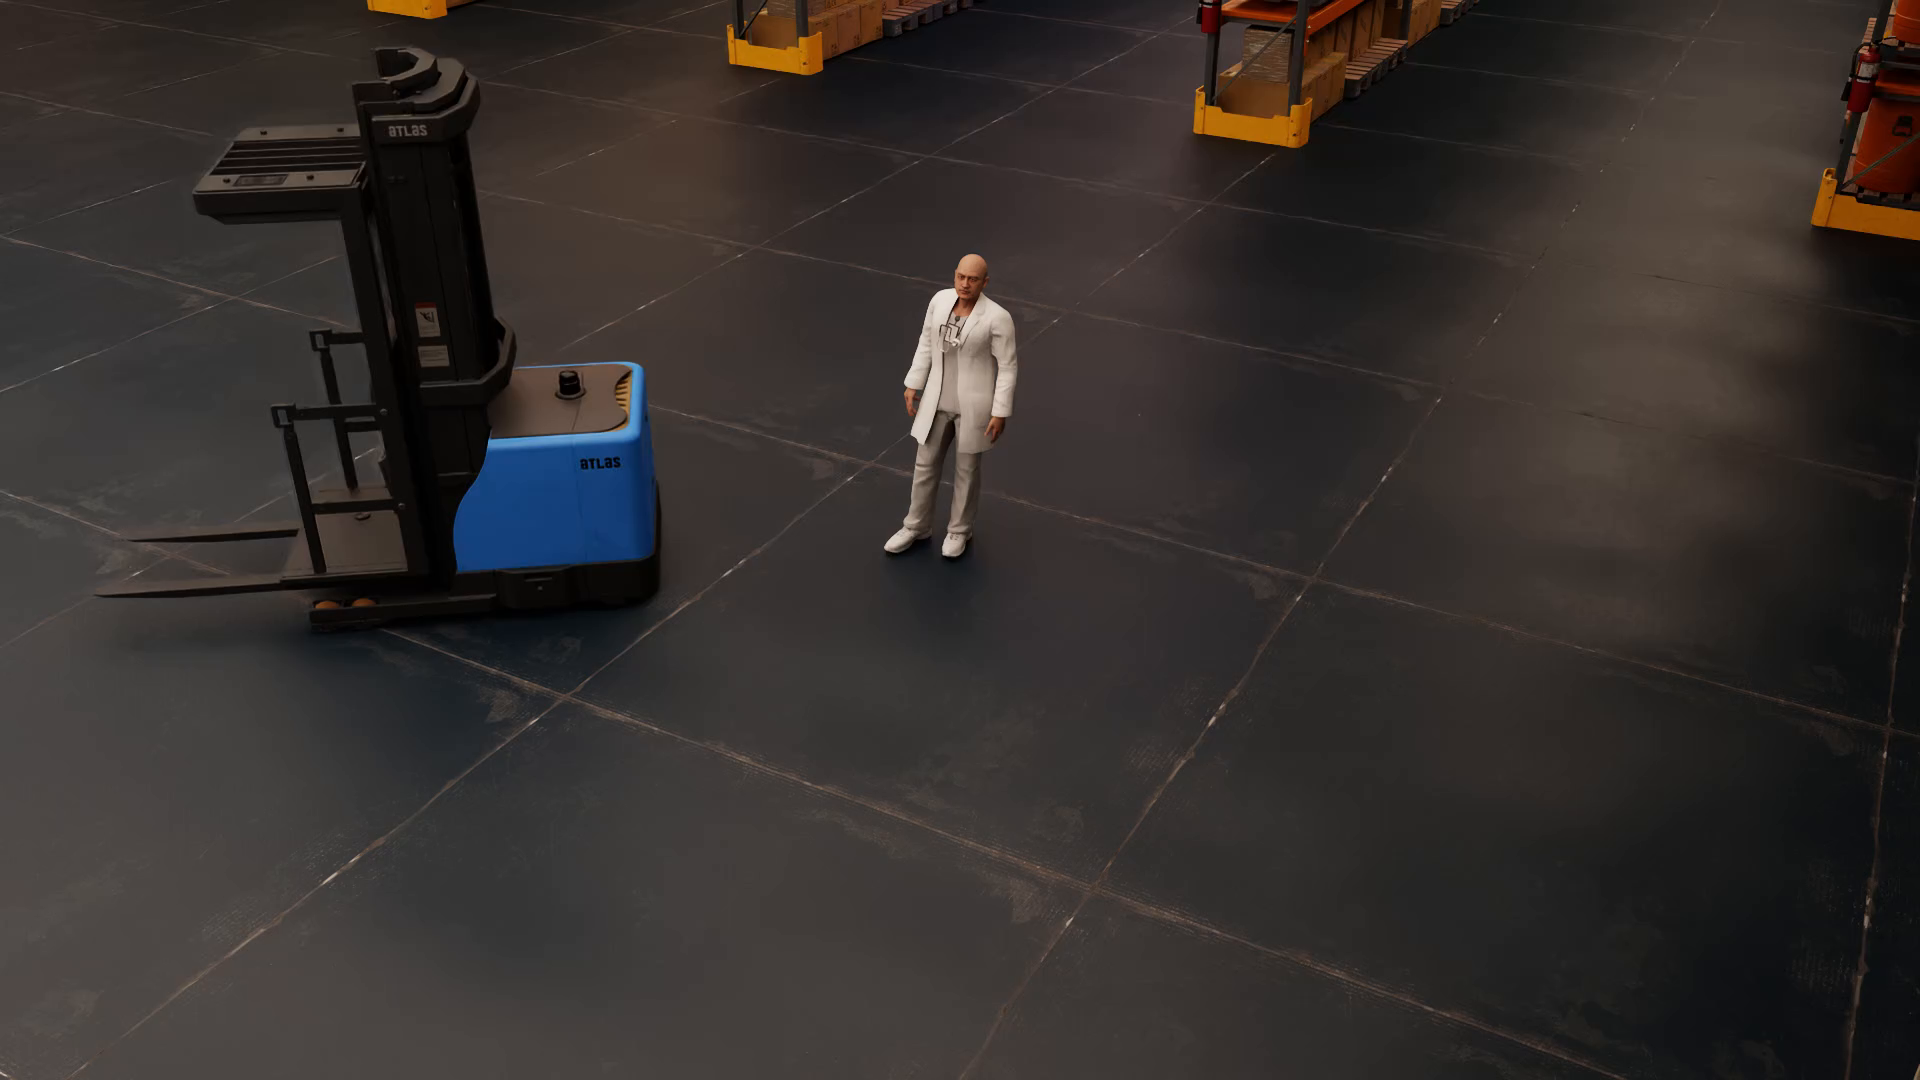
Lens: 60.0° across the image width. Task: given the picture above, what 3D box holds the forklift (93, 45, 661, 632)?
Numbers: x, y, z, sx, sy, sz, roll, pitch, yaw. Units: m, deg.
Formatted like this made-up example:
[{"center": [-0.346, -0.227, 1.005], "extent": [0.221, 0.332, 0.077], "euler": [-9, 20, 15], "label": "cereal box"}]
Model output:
[{"center": [-3.260, -1.048, 8.886], "extent": [3.031, 2.935, 1.130], "euler": [-4, 30, -7], "label": "forklift"}]

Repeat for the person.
[{"center": [-0.048, -0.737, 9.489], "extent": [0.694, 1.775, 0.581], "euler": [15, 33, 25], "label": "person"}]
